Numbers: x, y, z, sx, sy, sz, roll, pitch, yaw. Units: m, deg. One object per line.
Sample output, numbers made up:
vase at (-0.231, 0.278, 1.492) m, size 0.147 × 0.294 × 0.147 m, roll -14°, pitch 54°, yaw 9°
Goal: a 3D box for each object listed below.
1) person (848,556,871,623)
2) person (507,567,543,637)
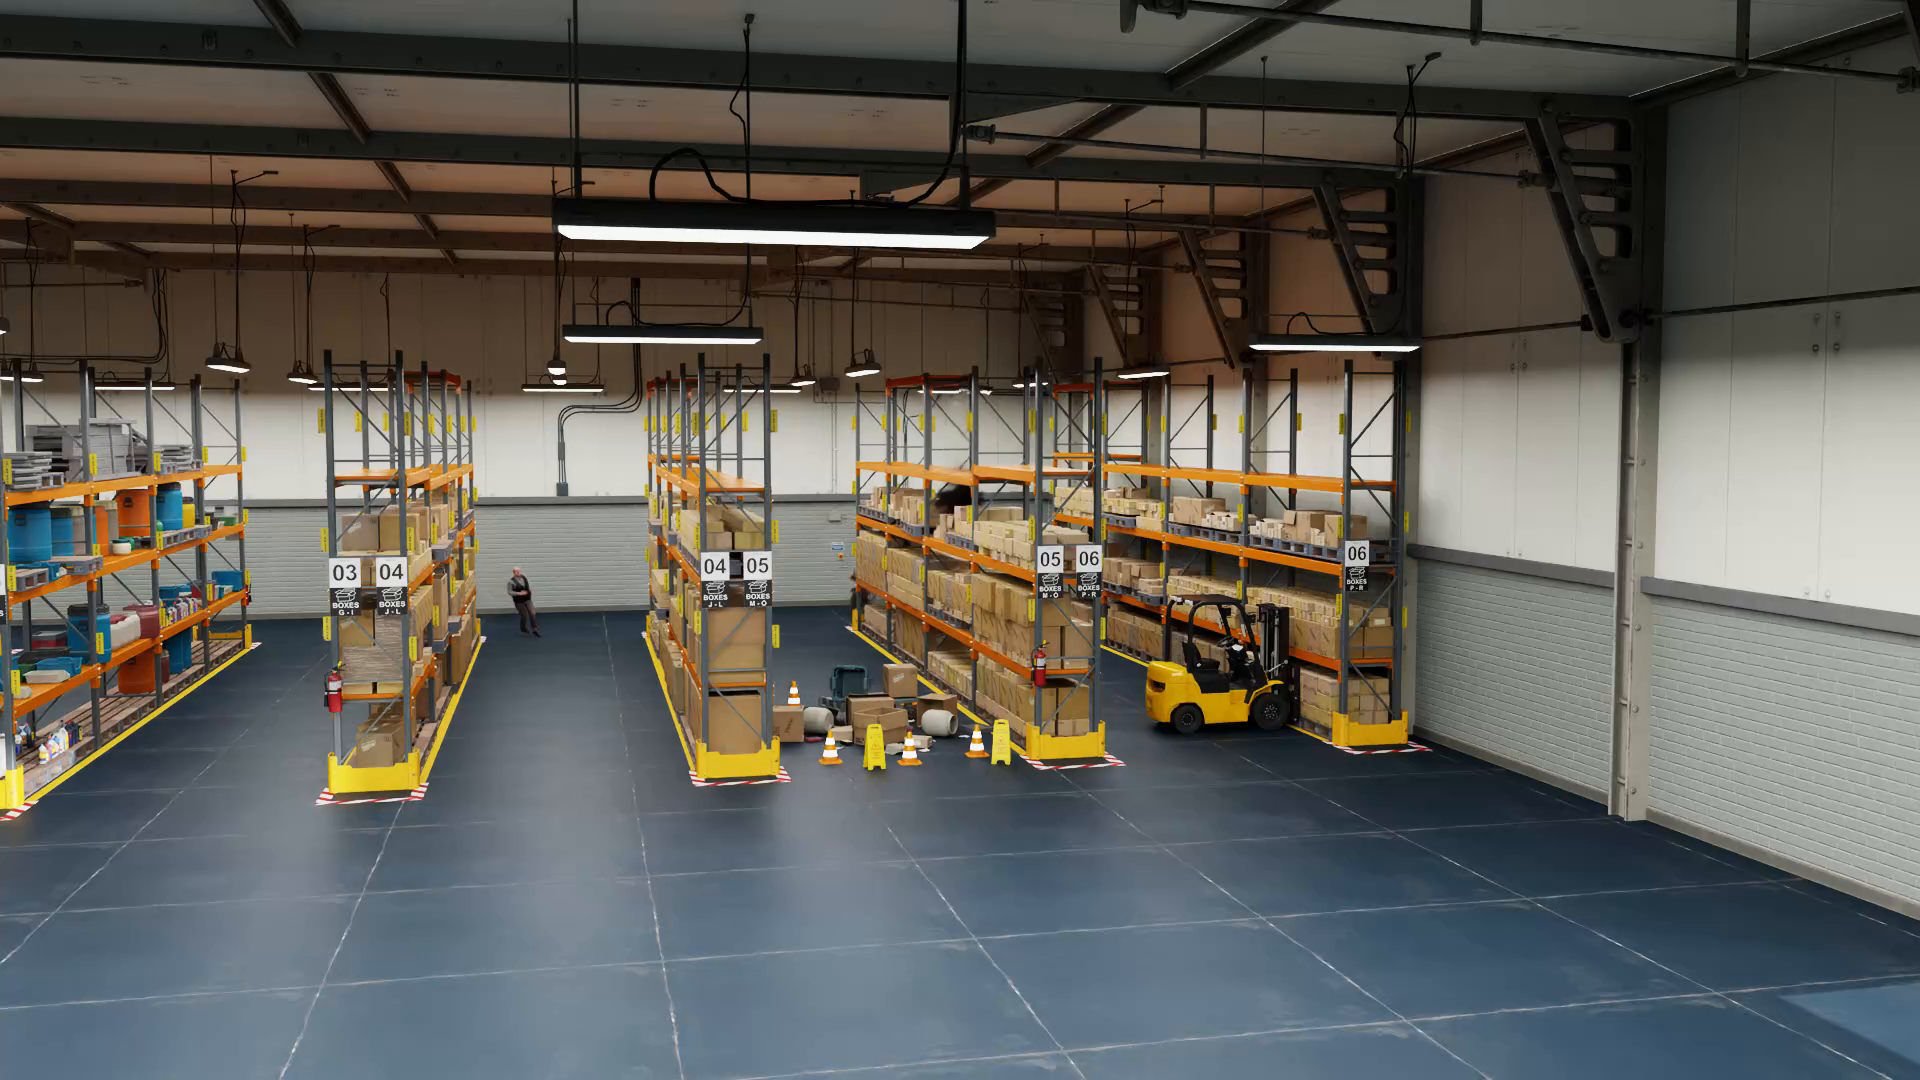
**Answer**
person at (-2.427, 1.245, 41.729) m, size 0.819 × 1.823 × 0.724 m, roll 0°, pitch 4°, yaw -1°
person at (-10.347, 1.457, 39.137) m, size 0.821 × 1.684 × 0.721 m, roll 4°, pitch 5°, yaw 43°
